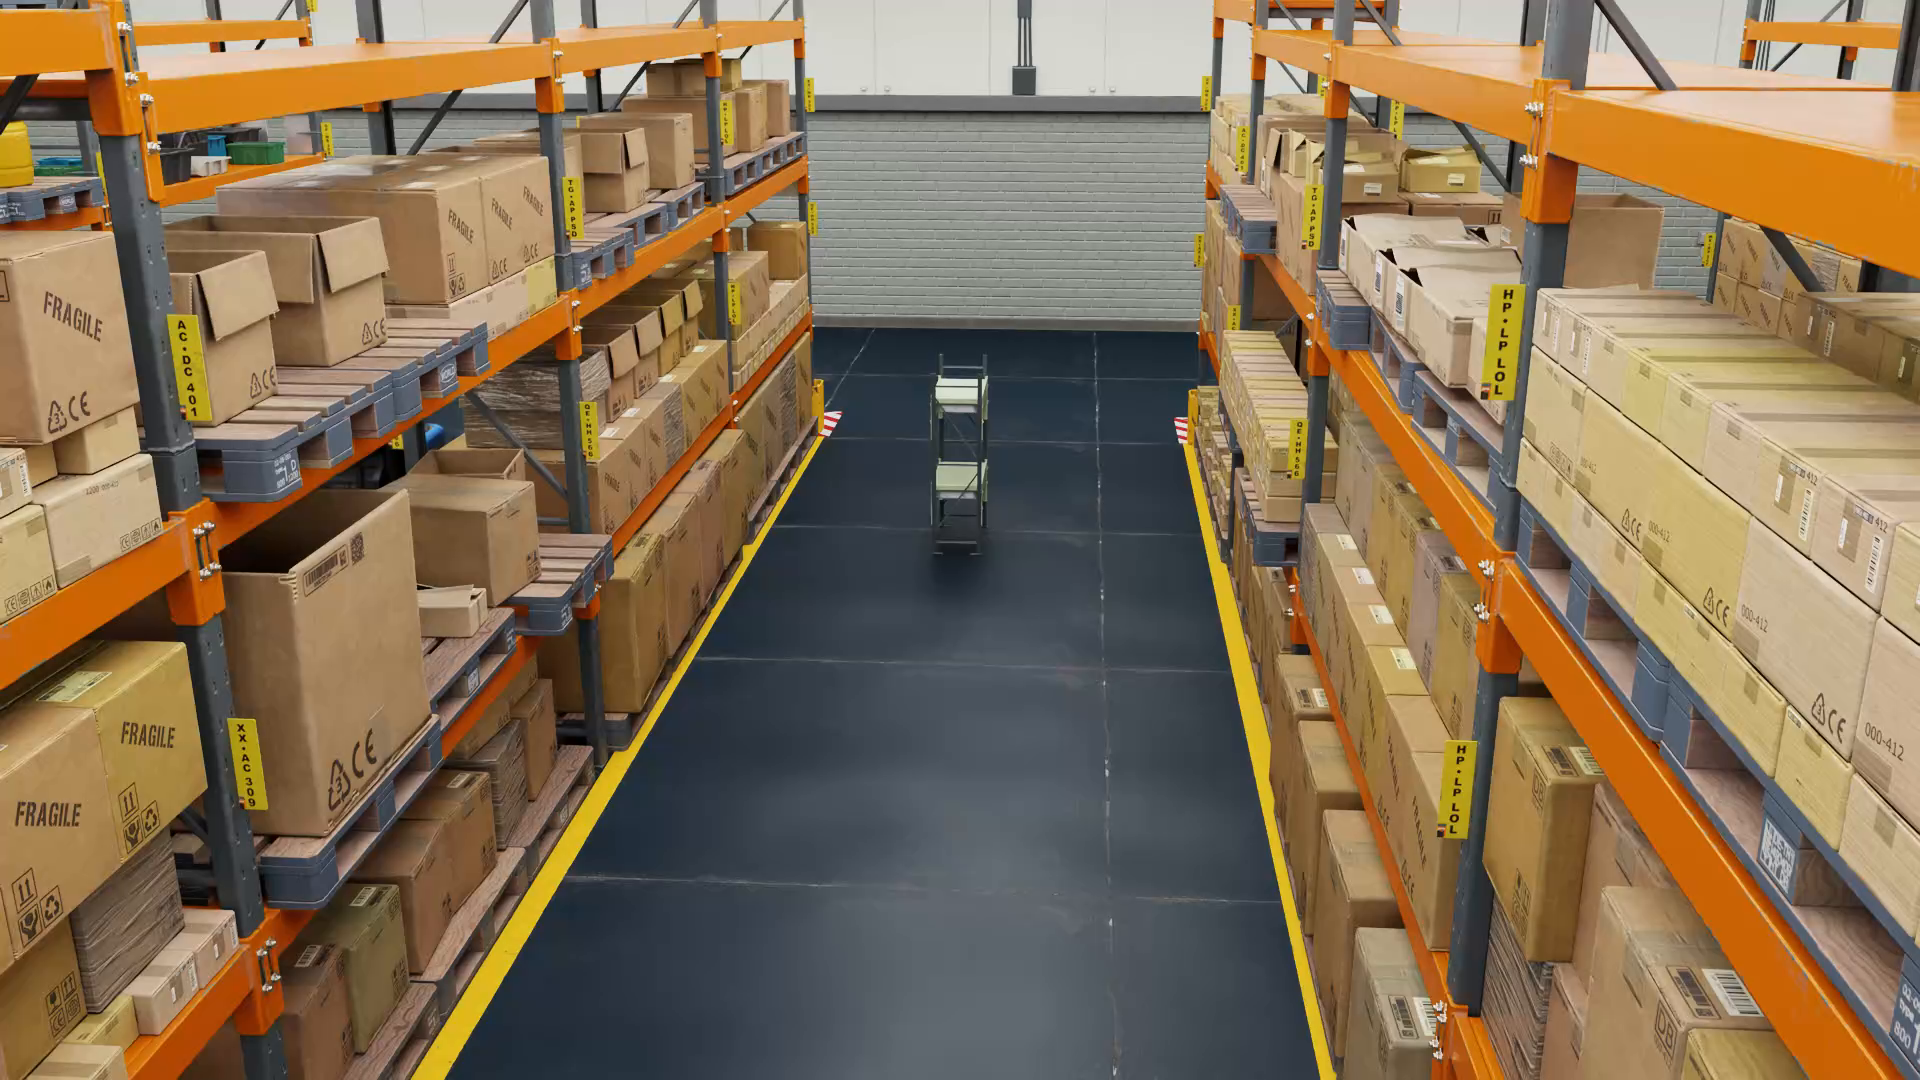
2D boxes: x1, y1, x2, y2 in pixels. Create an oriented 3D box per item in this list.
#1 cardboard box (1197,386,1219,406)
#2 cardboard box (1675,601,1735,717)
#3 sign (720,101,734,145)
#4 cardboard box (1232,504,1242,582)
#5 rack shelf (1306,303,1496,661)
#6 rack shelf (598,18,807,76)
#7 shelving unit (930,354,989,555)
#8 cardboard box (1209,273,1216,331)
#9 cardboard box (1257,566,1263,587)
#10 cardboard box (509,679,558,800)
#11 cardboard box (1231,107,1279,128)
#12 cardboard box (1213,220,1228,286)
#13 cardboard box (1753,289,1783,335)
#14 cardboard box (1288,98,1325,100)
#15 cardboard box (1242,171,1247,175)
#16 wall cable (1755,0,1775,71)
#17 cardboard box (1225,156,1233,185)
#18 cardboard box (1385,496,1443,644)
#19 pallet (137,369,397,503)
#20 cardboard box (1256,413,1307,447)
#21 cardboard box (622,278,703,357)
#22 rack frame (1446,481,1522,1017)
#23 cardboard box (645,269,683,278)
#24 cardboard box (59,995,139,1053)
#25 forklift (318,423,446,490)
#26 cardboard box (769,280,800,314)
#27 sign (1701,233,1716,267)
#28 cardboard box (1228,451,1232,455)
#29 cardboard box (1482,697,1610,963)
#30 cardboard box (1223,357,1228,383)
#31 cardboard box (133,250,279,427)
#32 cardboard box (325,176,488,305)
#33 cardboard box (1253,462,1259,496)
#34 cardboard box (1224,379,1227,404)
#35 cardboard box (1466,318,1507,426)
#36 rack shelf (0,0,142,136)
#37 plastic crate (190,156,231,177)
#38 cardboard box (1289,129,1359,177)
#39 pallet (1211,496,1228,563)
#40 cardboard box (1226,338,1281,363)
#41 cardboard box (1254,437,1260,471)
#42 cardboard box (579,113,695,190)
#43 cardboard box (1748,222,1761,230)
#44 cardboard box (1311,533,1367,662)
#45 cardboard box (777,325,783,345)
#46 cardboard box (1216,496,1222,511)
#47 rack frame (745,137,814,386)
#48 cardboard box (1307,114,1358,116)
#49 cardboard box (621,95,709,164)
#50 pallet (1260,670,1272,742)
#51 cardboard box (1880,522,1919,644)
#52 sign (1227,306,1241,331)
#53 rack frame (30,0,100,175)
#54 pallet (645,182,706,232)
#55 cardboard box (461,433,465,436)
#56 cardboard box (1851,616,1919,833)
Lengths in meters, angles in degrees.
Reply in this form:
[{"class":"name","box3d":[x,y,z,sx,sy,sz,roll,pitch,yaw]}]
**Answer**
[{"class":"cardboard box","box3d":[2.538,-1.418,16.381,0.380,0.149,0.250,0,18,1]},{"class":"cardboard box","box3d":[1.600,0.230,3.156,0.380,0.149,0.250,1,18,4]},{"class":"sign","box3d":[-1.770,-3.157,12.587,0.100,0.325,0.005,1,18,4]},{"class":"cardboard box","box3d":[2.311,0.009,12.419,0.500,0.500,0.500,2,18,6]},{"class":"rack shelf","box3d":[2.198,-0.423,6.735,1.077,0.370,4.000,1,18,4]},{"class":"rack shelf","box3d":[-2.168,-4.285,14.347,1.077,0.370,4.000,1,18,4]},{"class":"shelving unit","box3d":[0.000,-0.711,13.683,0.431,1.500,0.755,1,18,4]},{"class":"cardboard box","box3d":[2.546,-2.182,15.128,0.500,0.500,0.500,2,18,5]},{"class":"cardboard box","box3d":[2.206,0.138,10.819,0.500,0.250,0.500,2,18,5]},{"class":"cardboard box","box3d":[-2.627,1.084,9.104,0.700,0.500,0.500,0,18,1]},{"class":"cardboard box","box3d":[2.445,-3.490,13.736,0.380,0.149,0.250,1,18,4]},{"class":"cardboard box","box3d":[2.496,-2.500,14.490,0.500,0.500,0.500,1,18,2]},{"class":"cardboard box","box3d":[7.476,-1.956,14.914,0.500,0.500,0.500,1,18,4]},{"class":"cardboard box","box3d":[3.140,-3.878,14.922,0.380,0.149,0.250,2,18,5]},{"class":"cardboard box","box3d":[2.408,-2.944,12.711,0.500,0.250,0.500,0,18,1]},{"class":"wall cable","box3d":[11.512,-6.916,20.519,2.988,3.039,0.133,1,18,4]},{"class":"cardboard box","box3d":[2.477,-3.028,13.771,0.500,0.250,0.500,1,18,3]},{"class":"cardboard box","box3d":[2.193,0.131,6.939,0.700,0.500,0.500,1,18,3]},{"class":"pallet","box3d":[-2.735,-0.386,5.768,1.213,0.211,1.003,1,18,4]},{"class":"cardboard box","box3d":[1.958,-0.645,9.849,0.380,0.149,0.250,2,18,6]},{"class":"cardboard box","box3d":[-2.349,-1.671,12.433,0.797,0.503,0.637,1,18,2]},{"class":"rack frame","box3d":[2.055,1.282,5.195,1.000,3.000,0.127,1,18,4]},{"class":"cardboard box","box3d":[-2.546,-1.920,13.525,0.500,0.500,0.500,2,18,5]},{"class":"cardboard box","box3d":[-2.713,1.486,4.974,0.380,0.149,0.250,1,18,4]},{"class":"forklift","box3d":[-4.693,-0.857,11.830,1.130,2.935,3.031,1,18,2]},{"class":"cardboard box","box3d":[-1.832,-2.344,16.021,0.500,0.250,0.500,1,18,3]},{"class":"sign","box3d":[7.306,-2.830,16.224,0.100,0.325,0.005,1,18,4]},{"class":"cardboard box","box3d":[2.480,-0.683,14.140,0.380,0.149,0.250,2,18,6]},{"class":"cardboard box","box3d":[1.994,0.811,4.656,0.875,0.550,0.550,1,18,4]},{"class":"cardboard box","box3d":[2.125,-1.232,12.117,0.380,0.149,0.250,1,18,3]},{"class":"cardboard box","box3d":[-2.753,-0.678,5.518,0.797,0.503,0.637,0,18,1]},{"class":"cardboard box","box3d":[-2.460,-1.347,7.435,0.500,0.500,0.500,2,18,5]},{"class":"cardboard box","box3d":[1.956,-0.361,9.938,0.380,0.149,0.250,2,18,5]},{"class":"cardboard box","box3d":[2.127,-1.085,12.146,0.380,0.149,0.250,2,18,5]},{"class":"cardboard box","box3d":[1.946,-0.543,5.350,0.500,0.250,0.500,1,18,5]},{"class":"rack shelf","box3d":[-3.029,-0.747,2.911,1.077,0.370,4.000,1,18,4]},{"class":"plastic crate","box3d":[-6.866,-3.351,14.938,0.437,0.136,0.530,1,18,4]},{"class":"cardboard box","box3d":[2.183,-2.329,10.006,0.396,0.266,0.258,1,18,4]},{"class":"pallet","box3d":[2.641,-0.087,13.850,1.003,0.211,1.213,1,18,4]},{"class":"cardboard box","box3d":[2.127,-1.367,12.052,0.380,0.149,0.250,2,18,5]},{"class":"cardboard box","box3d":[1.956,-0.511,9.915,0.380,0.149,0.250,2,18,5]},{"class":"cardboard box","box3d":[-2.343,-2.837,12.112,0.700,0.500,0.500,2,18,5]},{"class":"cardboard box","box3d":[7.477,-2.932,15.245,0.380,0.149,0.250,2,18,6]},{"class":"cardboard box","box3d":[2.006,0.283,8.081,0.500,0.500,0.500,1,18,3]},{"class":"cardboard box","box3d":[-1.832,-1.875,15.233,0.380,0.149,0.250,2,18,5]},{"class":"cardboard box","box3d":[2.373,-0.340,14.046,0.380,0.149,0.250,1,18,2]},{"class":"rack frame","box3d":[-2.025,-2.587,17.002,1.000,3.000,0.127,1,18,4]},{"class":"cardboard box","box3d":[2.905,-3.232,12.950,0.380,0.149,0.250,1,18,3]},{"class":"cardboard box","box3d":[-2.316,-3.310,13.393,0.700,0.500,0.500,0,18,1]},{"class":"pallet","box3d":[2.399,1.122,10.161,1.003,0.211,1.213,1,18,4]},{"class":"cardboard box","box3d":[1.545,0.085,2.318,0.380,0.149,0.250,1,18,3]},{"class":"sign","box3d":[2.086,-1.624,12.672,0.100,0.325,0.005,1,18,4]},{"class":"rack frame","box3d":[-7.252,-4.307,12.614,1.000,3.000,0.127,1,18,4]},{"class":"pallet","box3d":[-2.328,-2.394,11.901,0.805,0.209,1.217,1,18,2]},{"class":"cardboard box","box3d":[-2.769,-0.464,10.361,0.500,0.500,0.500,1,18,3]},{"class":"cardboard box","box3d":[1.598,0.312,2.265,0.500,0.250,0.500,1,18,4]}]
